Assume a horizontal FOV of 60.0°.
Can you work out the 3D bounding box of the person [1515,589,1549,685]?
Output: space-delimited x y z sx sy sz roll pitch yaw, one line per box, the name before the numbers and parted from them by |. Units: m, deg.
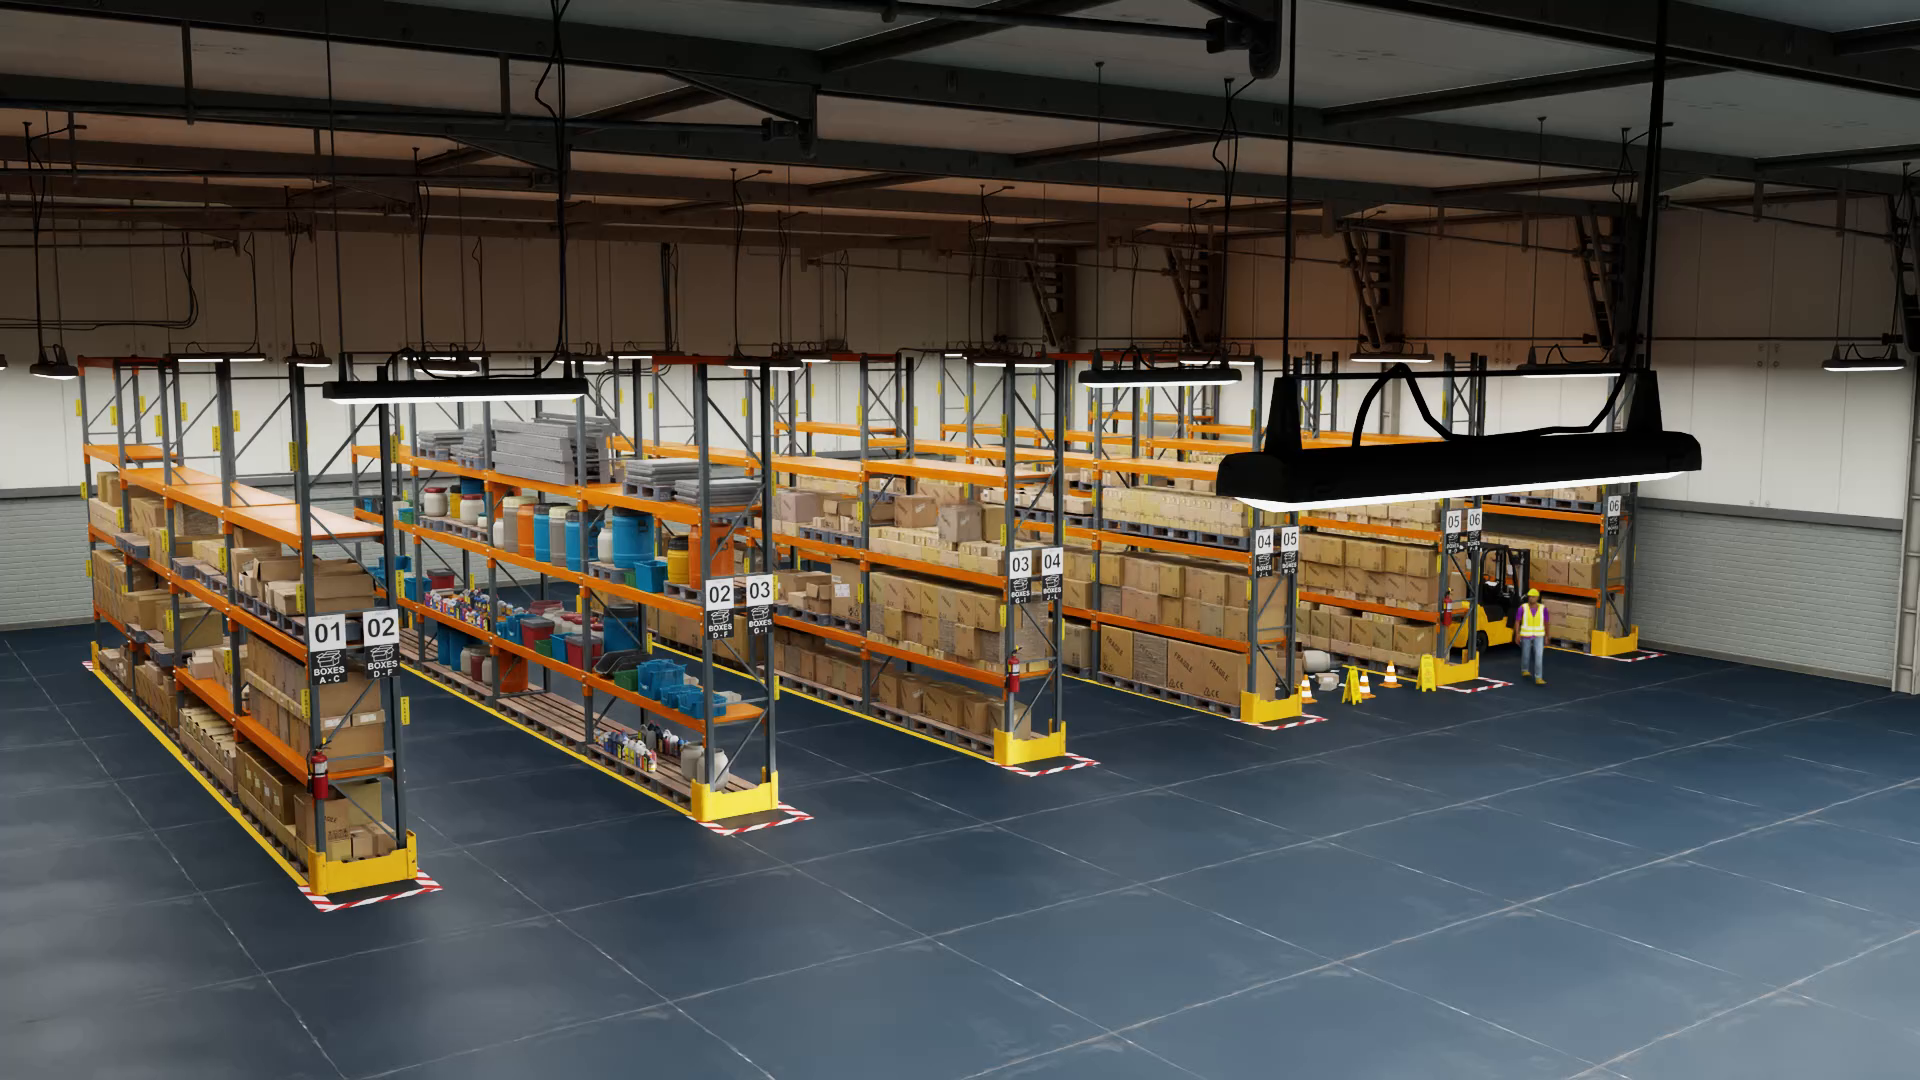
person | 10.540 1.765 30.588 0.630 1.727 1.006 1 7 10
